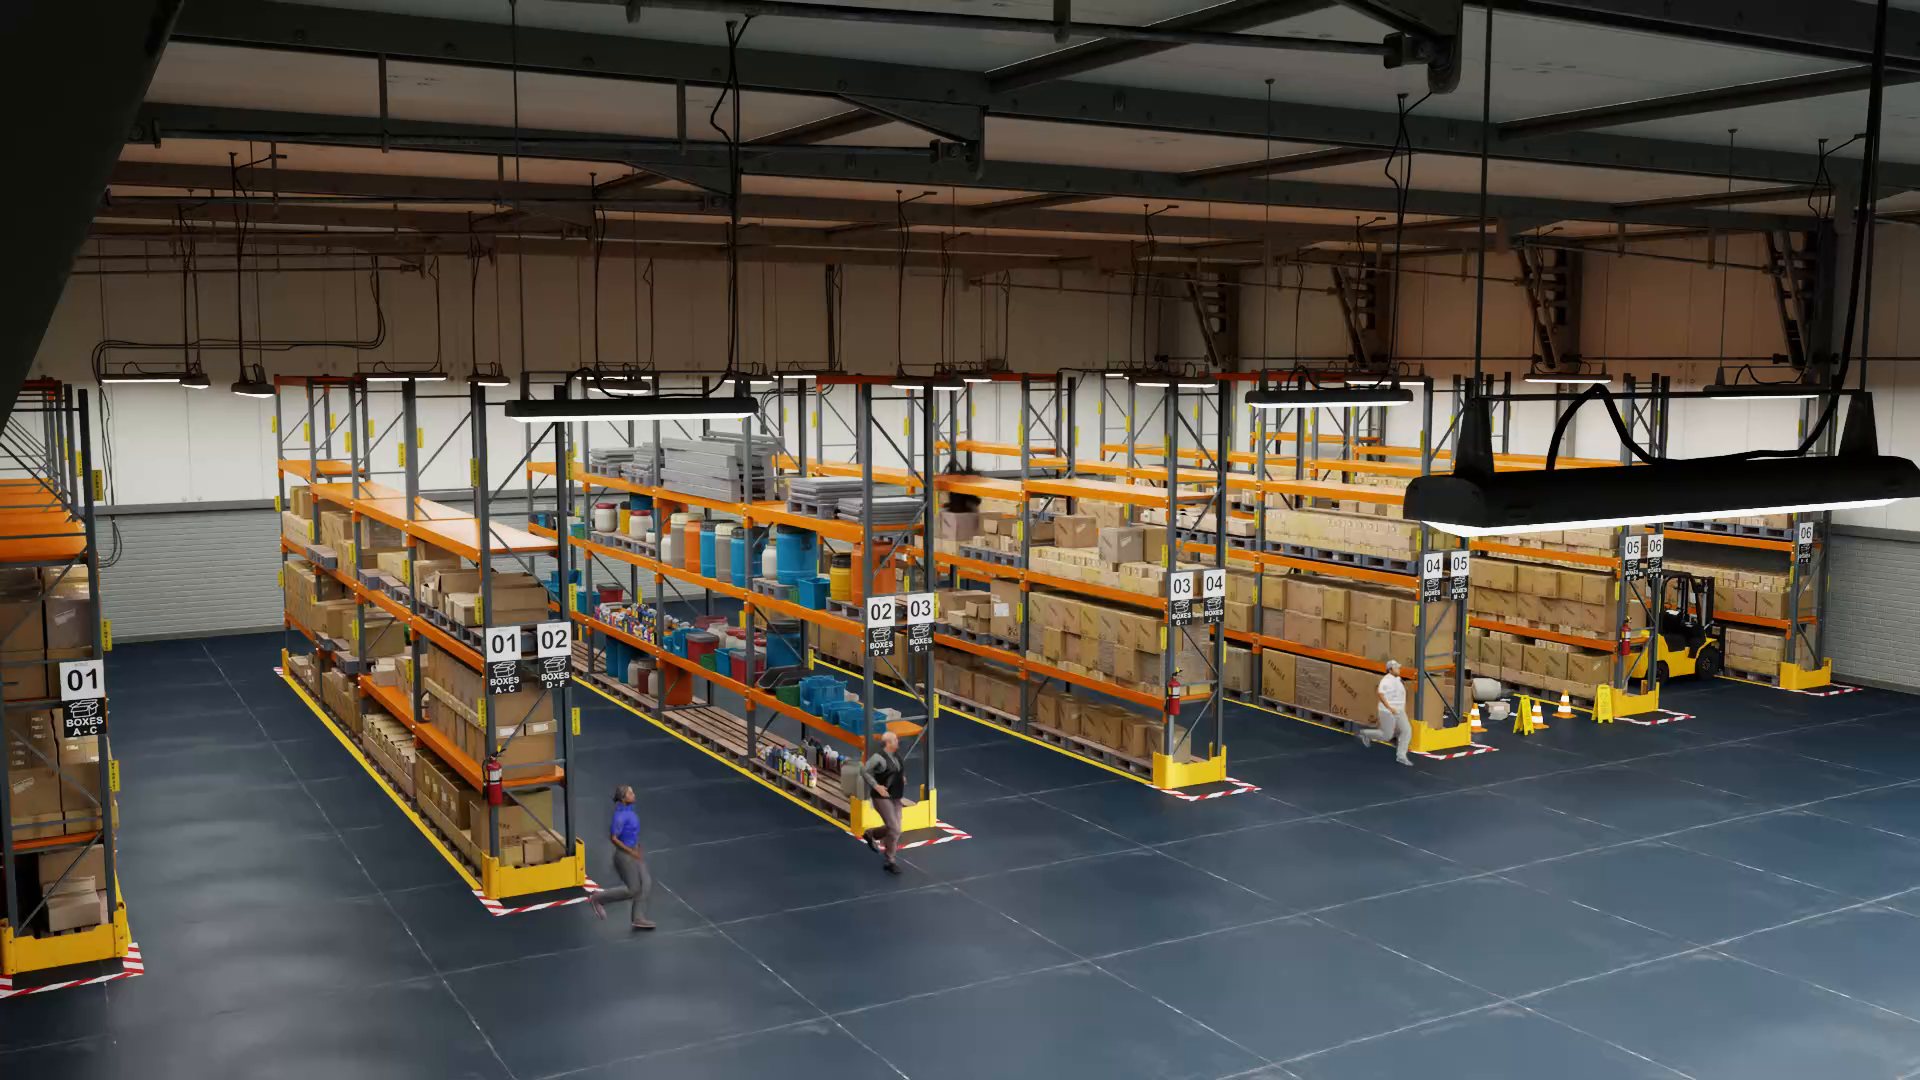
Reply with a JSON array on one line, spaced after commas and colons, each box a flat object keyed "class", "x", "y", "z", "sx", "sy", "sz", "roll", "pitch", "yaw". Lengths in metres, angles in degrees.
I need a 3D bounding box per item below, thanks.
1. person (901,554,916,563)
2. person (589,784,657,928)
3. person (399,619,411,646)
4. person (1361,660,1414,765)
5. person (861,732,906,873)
[{"class": "person", "x": -1.421, "y": 0.900, "z": 41.657, "sx": 0.707, "sy": 1.621, "sz": 0.767, "roll": -2, "pitch": 7, "yaw": -17}, {"class": "person", "x": -3.749, "y": 3.525, "z": 18.517, "sx": 0.729, "sy": 1.612, "sz": 0.597, "roll": 0, "pitch": 6, "yaw": -2}, {"class": "person", "x": -11.506, "y": 1.697, "z": 34.477, "sx": 0.583, "sy": 1.724, "sz": 0.717, "roll": 3, "pitch": 7, "yaw": 22}, {"class": "person", "x": 6.745, "y": 2.694, "z": 26.117, "sx": 0.850, "sy": 1.644, "sz": 0.601, "roll": 6, "pitch": 9, "yaw": 44}, {"class": "person", "x": -0.911, "y": 3.246, "z": 20.857, "sx": 0.820, "sy": 1.675, "sz": 0.686, "roll": 4, "pitch": 7, "yaw": 32}]
